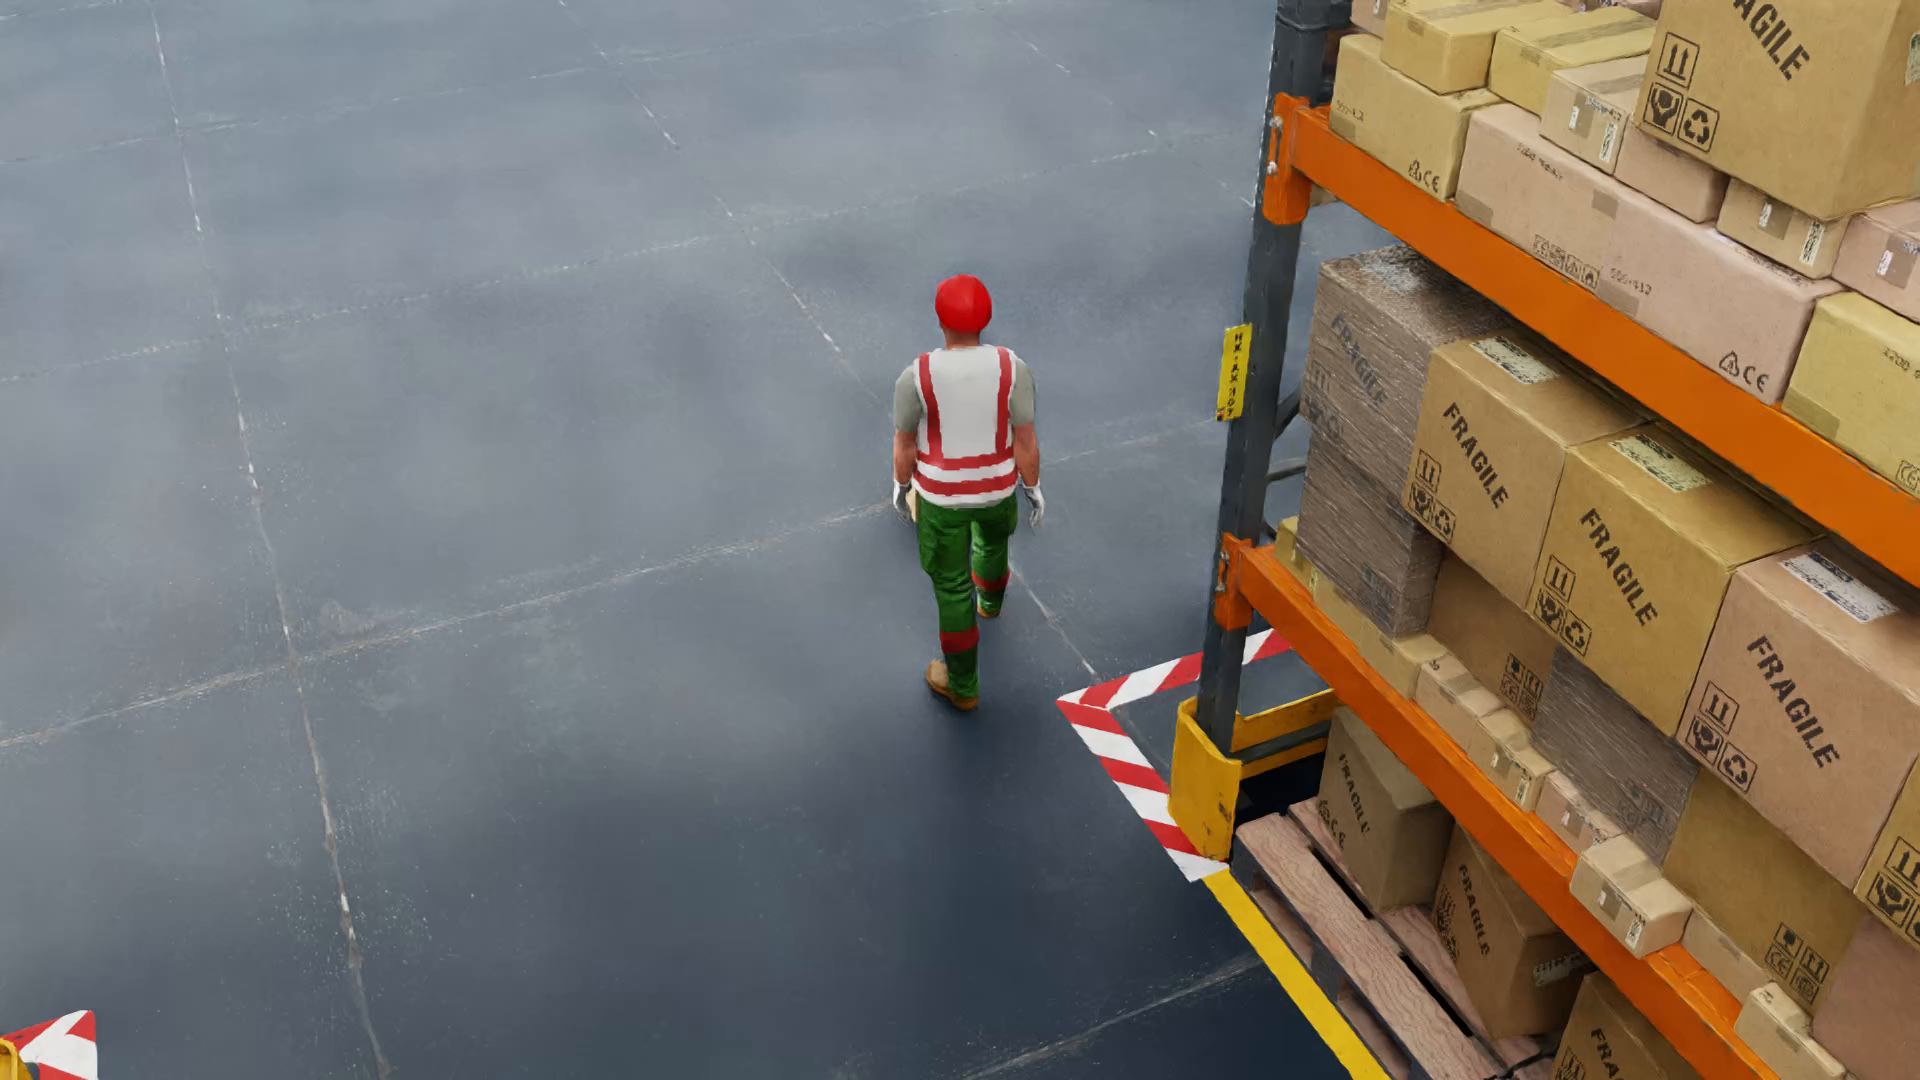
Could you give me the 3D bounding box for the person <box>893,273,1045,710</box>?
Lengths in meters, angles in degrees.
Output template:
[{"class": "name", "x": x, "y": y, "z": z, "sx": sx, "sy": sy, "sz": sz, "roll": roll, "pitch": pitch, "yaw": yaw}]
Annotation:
[{"class": "person", "x": 0.011, "y": -0.265, "z": 6.474, "sx": 0.571, "sy": 1.766, "sz": 0.838, "roll": -7, "pitch": 37, "yaw": -9}]
